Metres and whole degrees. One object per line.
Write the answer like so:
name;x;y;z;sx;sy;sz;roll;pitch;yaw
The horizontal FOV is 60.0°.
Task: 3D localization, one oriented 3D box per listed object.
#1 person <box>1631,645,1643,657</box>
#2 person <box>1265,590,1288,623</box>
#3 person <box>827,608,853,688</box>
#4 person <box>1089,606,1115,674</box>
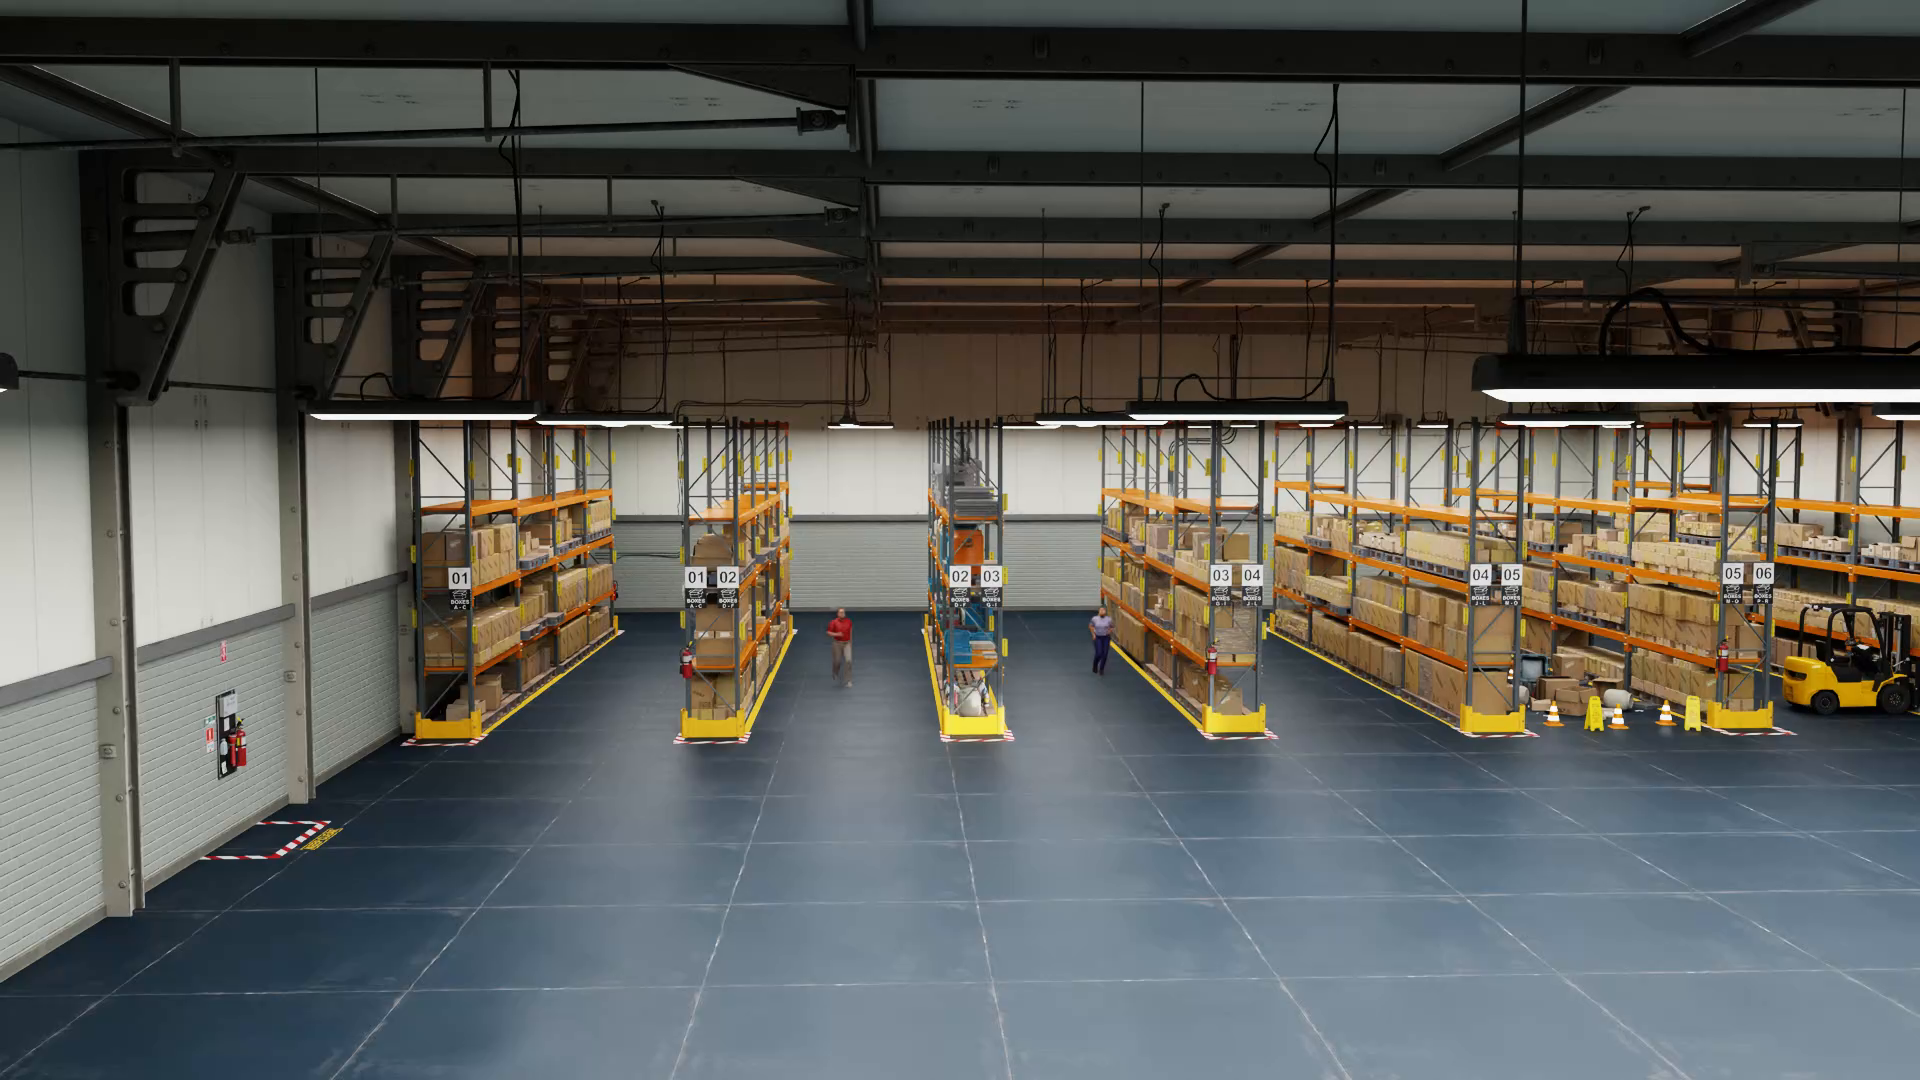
person;16.542;2.280;40.517;0.575;1.668;0.783;-1;4;-9
person;9.445;1.695;49.081;0.925;1.627;0.616;1;4;21
person;-2.691;2.419;37.445;0.644;1.787;0.826;-1;4;-19
person;3.353;2.364;39.079;0.586;1.613;0.576;0;4;-2
